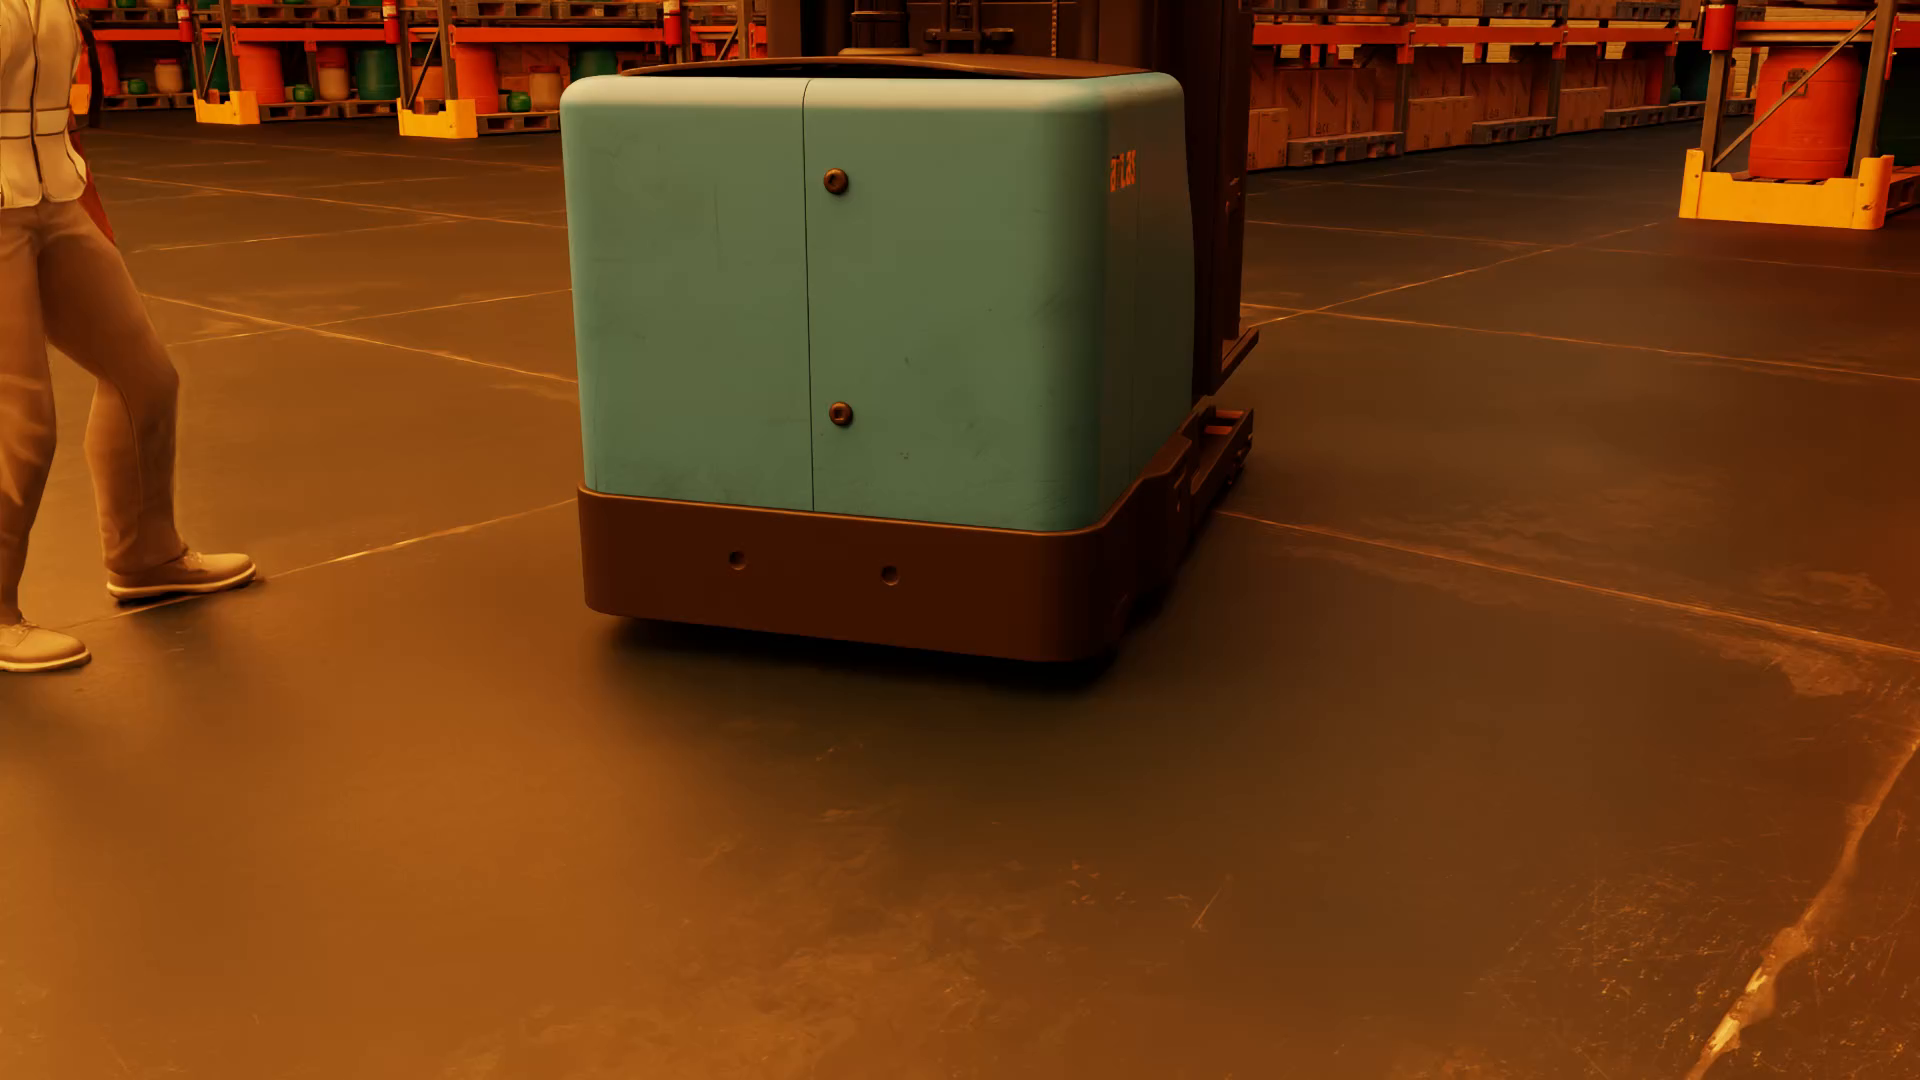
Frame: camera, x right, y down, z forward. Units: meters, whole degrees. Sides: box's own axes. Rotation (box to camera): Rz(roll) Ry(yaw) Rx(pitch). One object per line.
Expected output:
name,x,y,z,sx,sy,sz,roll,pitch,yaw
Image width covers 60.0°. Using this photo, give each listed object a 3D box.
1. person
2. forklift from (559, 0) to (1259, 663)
person,-1.744,-0.585,3.087,0.397,1.632,0.788,2,17,6
forklift,0.182,-1.571,4.072,1.130,2.935,3.031,5,18,17
